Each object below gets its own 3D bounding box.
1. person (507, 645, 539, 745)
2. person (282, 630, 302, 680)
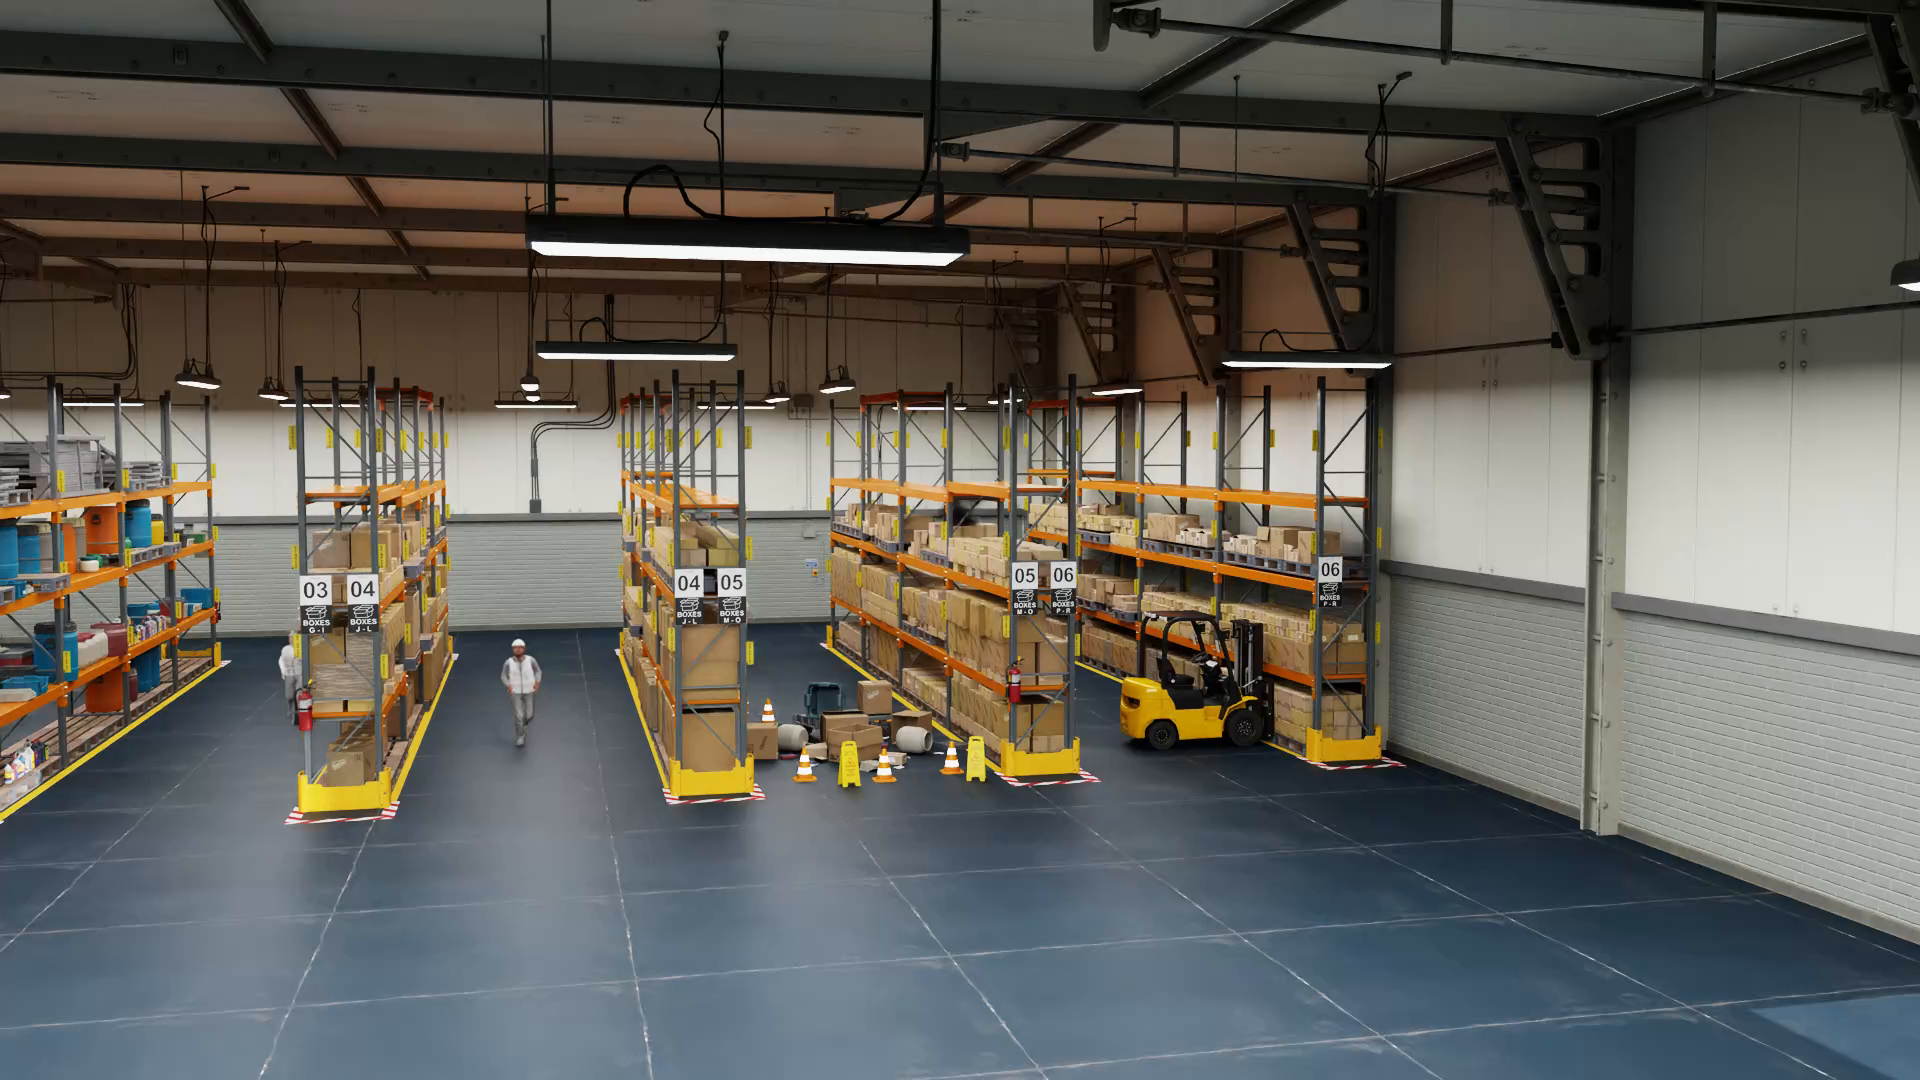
[{"bbox_3d":[-7.222,2.529,27.457,0.569,1.687,0.521,-1,4,-18],"label":"person"},{"bbox_3d":[-11.787,2.036,29.428,0.439,0.898,0.476,-1,3,-10],"label":"person"}]
